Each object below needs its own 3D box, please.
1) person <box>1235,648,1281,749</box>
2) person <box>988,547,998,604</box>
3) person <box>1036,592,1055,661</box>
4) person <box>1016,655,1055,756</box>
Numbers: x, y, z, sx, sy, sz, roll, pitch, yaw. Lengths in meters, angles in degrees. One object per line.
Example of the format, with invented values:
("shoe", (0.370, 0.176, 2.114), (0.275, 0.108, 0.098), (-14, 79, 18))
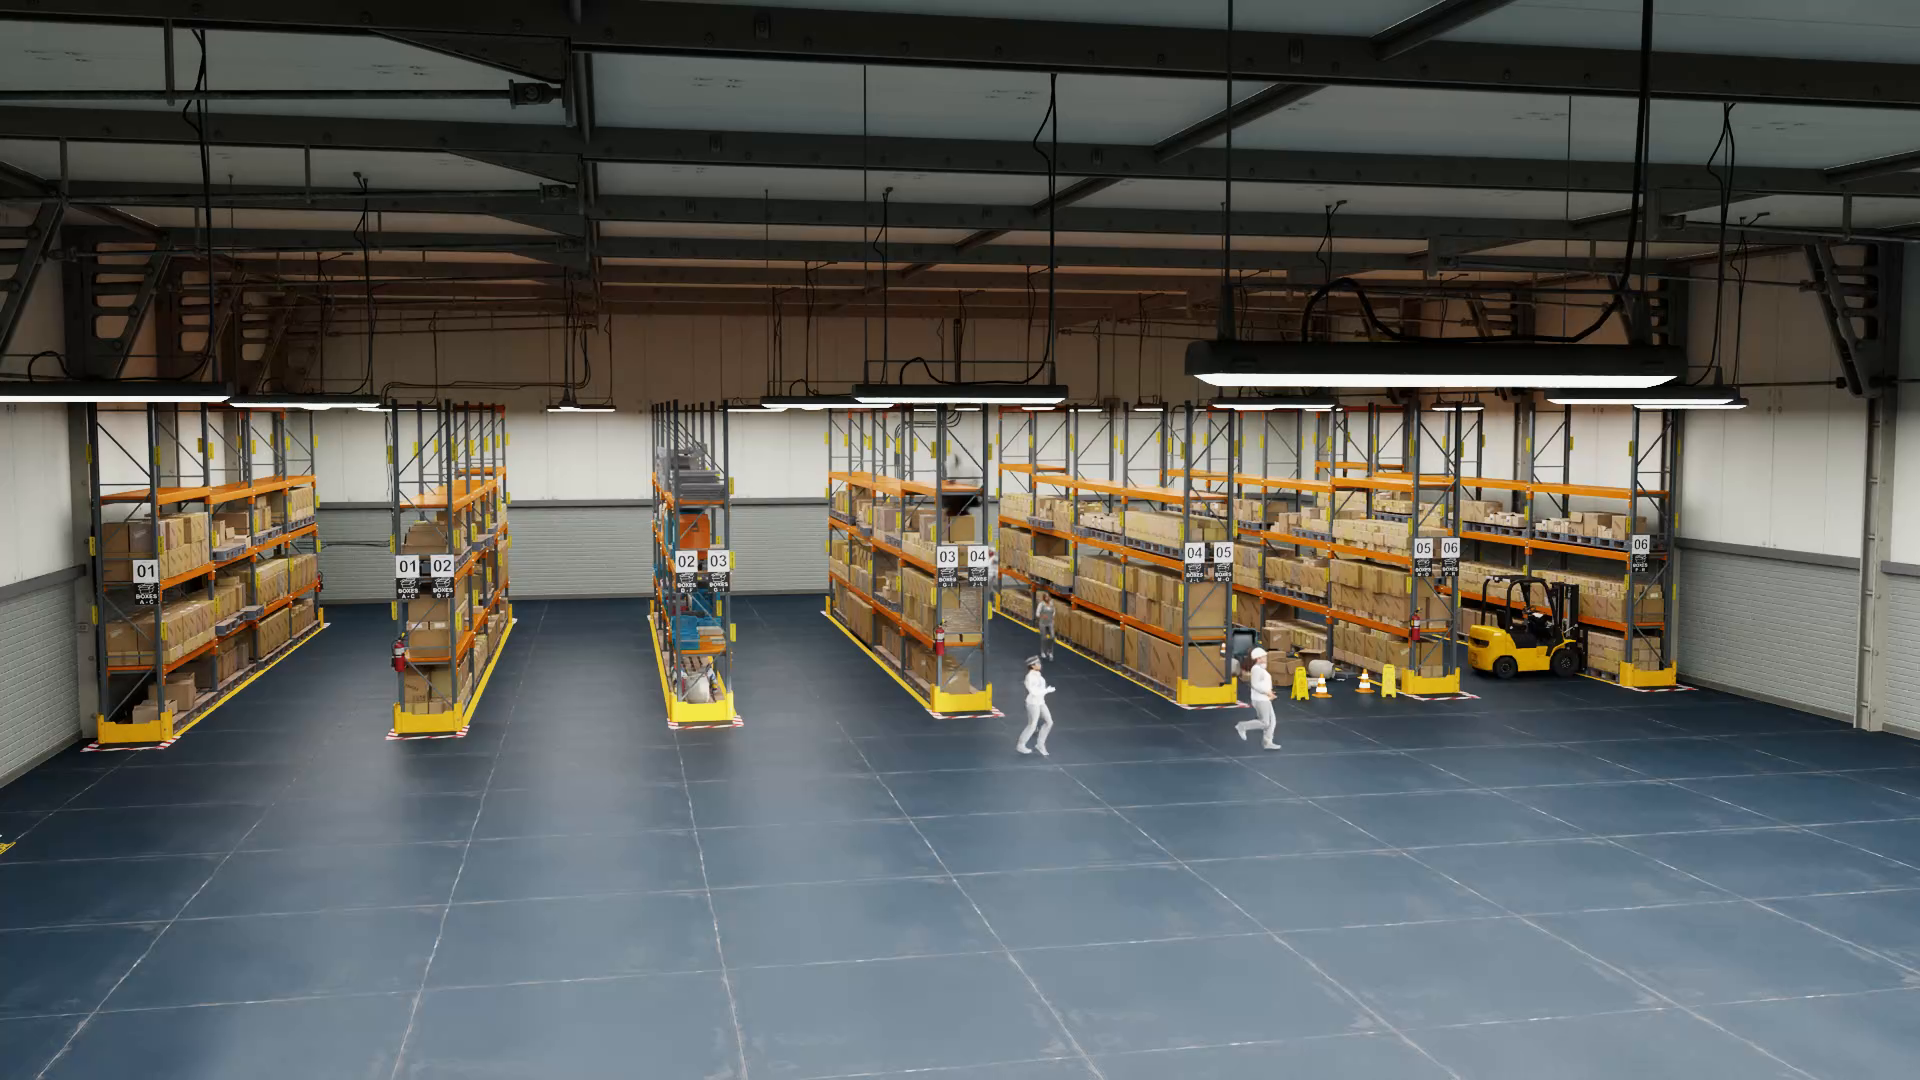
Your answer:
("person", (5.124, 2.714, 28.467), (0.778, 1.743, 0.661), (1, 4, 17))
("person", (0.934, 1.105, 49.703), (0.635, 1.818, 0.756), (-1, 5, -19))
("person", (2.015, 2.008, 38.757), (0.525, 1.607, 0.675), (-1, 4, -12))
("person", (1.280, 2.784, 27.857), (0.684, 1.729, 0.592), (1, 5, 17))
